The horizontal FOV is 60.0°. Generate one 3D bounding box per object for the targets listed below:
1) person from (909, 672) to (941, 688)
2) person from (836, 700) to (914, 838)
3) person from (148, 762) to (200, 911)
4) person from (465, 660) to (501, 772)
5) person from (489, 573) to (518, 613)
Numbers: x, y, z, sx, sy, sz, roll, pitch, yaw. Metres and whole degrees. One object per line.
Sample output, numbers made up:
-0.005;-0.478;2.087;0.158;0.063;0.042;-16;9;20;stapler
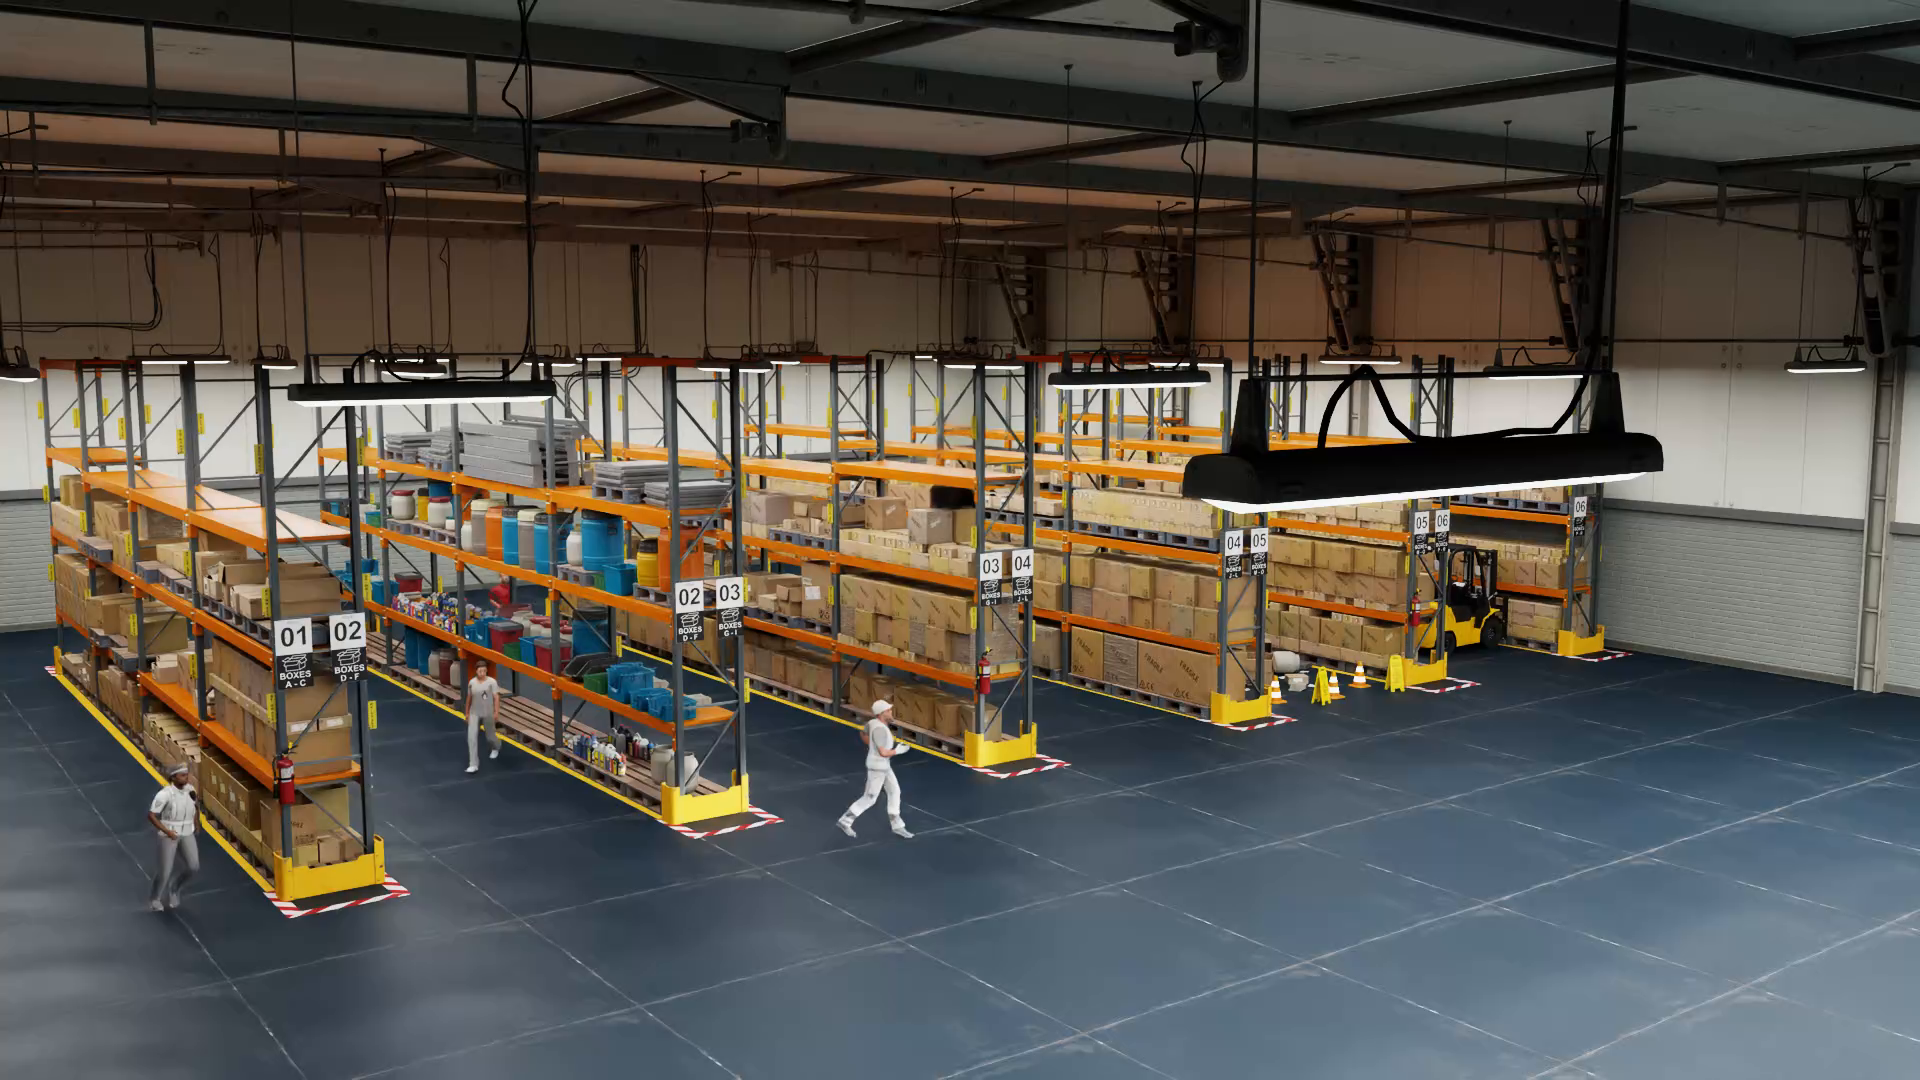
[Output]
-0.615;1.864;30.512;0.834;1.686;0.599;6;9;40;person
-1.079;2.915;21.068;0.983;1.813;0.672;0;7;-2;person
-8.719;3.291;18.578;0.590;1.642;0.634;5;9;37;person
-7.072;2.561;24.624;0.529;1.623;0.942;0;7;-2;person
-9.144;1.485;33.529;0.599;1.685;0.664;6;9;42;person
